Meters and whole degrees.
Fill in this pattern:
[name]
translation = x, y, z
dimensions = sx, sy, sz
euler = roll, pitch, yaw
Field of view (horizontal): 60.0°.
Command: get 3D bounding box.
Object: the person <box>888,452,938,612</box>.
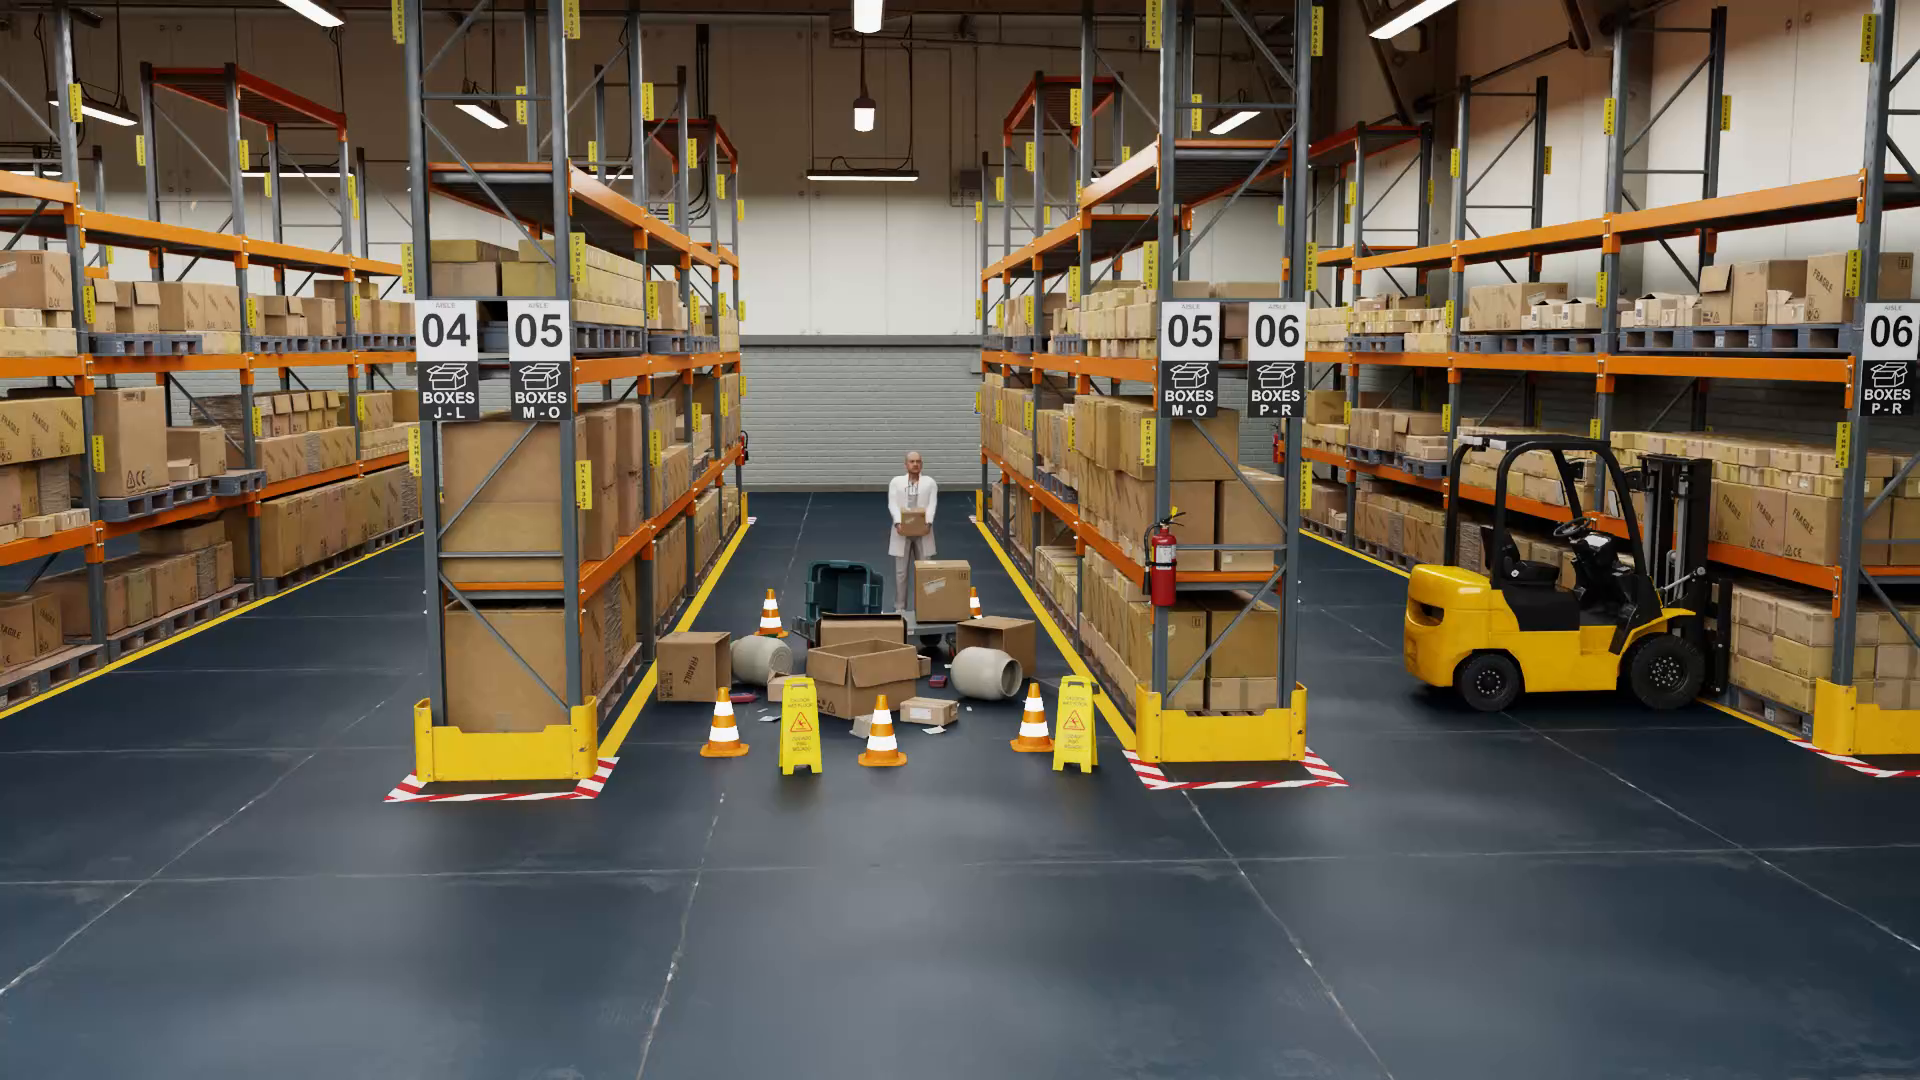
[person]
translation = -0.494, -0.040, 17.639
dimensions = 0.533, 1.774, 0.554
euler = 0, 7, -4
